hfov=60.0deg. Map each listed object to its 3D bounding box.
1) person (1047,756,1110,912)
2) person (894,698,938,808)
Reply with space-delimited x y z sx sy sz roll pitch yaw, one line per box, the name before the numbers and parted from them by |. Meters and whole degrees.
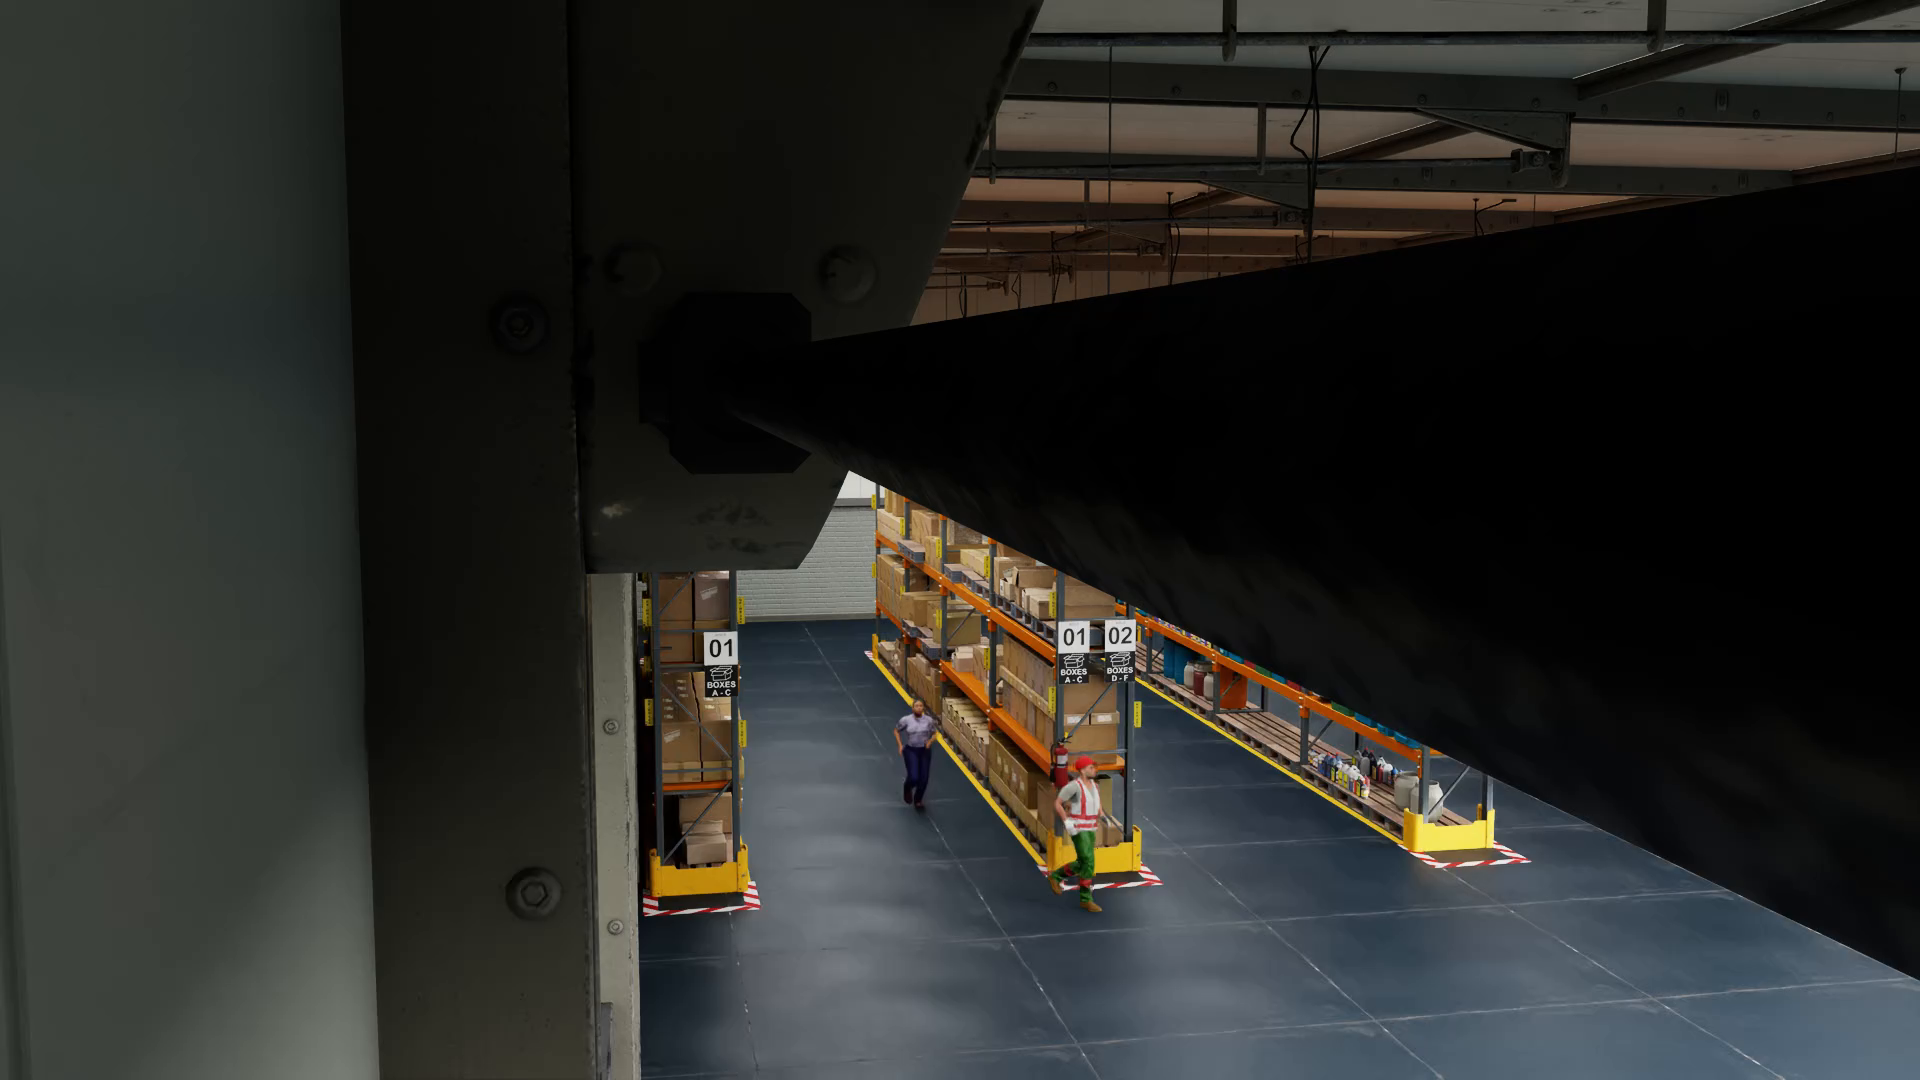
person | 1.430 3.442 19.717 0.786 1.769 0.704 4 7 37
person | -0.602 3.085 23.879 0.606 1.593 0.557 -2 6 -15
